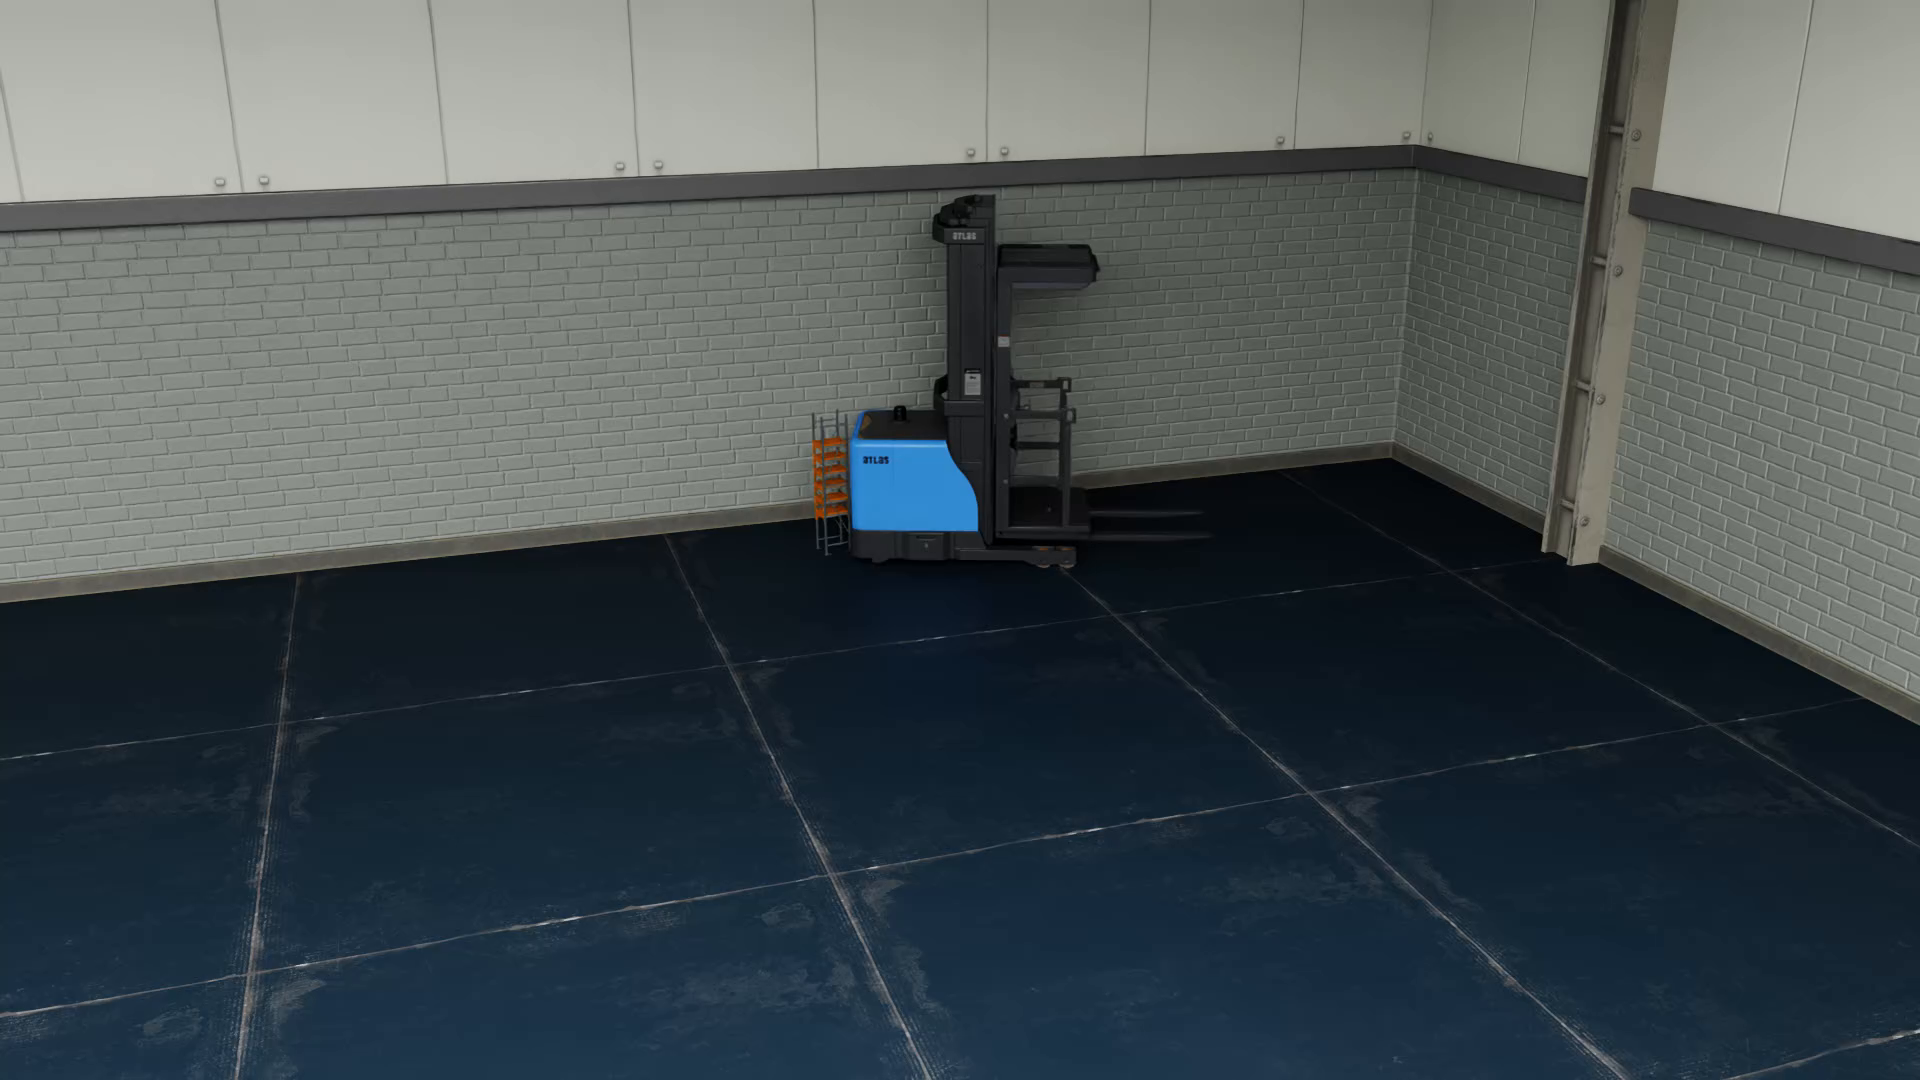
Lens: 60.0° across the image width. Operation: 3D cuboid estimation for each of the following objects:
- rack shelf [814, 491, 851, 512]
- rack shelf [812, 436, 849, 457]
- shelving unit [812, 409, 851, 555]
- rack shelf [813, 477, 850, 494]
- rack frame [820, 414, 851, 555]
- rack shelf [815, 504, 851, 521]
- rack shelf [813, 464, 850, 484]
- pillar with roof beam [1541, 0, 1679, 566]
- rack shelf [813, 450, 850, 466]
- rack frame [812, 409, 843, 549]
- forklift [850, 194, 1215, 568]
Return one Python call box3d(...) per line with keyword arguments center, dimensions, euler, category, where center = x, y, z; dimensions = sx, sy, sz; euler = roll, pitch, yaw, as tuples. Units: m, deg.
box3d(center=(-1.077, -0.329, 14.036), dimensions=(0.258, 0.103, 0.180), euler=(-10, 21, -26), category="rack shelf")
box3d(center=(-1.081, -0.784, 13.884), dimensions=(0.258, 0.103, 0.180), euler=(-10, 21, -26), category="rack shelf")
box3d(center=(-1.078, -0.485, 13.984), dimensions=(0.258, 1.200, 0.189), euler=(-10, 21, -26), category="shelving unit")
box3d(center=(-1.078, -0.443, 13.998), dimensions=(0.258, 0.103, 0.180), euler=(-10, 21, -26), category="rack shelf")
box3d(center=(-1.035, -0.459, 13.907), dimensions=(0.240, 1.200, 0.006), euler=(-10, 21, -26), category="rack frame")
box3d(center=(-1.076, -0.215, 14.075), dimensions=(0.258, 0.103, 0.180), euler=(-10, 21, -26), category="rack shelf")
box3d(center=(-1.079, -0.556, 13.960), dimensions=(0.258, 0.103, 0.180), euler=(-10, 21, -26), category="rack shelf")
box3d(center=(1.069, -3.643, 11.246), dimensions=(9.100, 9.000, 0.400), euler=(-6, 21, -17), category="pillar with roof beam")
box3d(center=(-1.080, -0.670, 13.922), dimensions=(0.258, 0.103, 0.180), euler=(-10, 21, -26), category="rack shelf")
box3d(center=(-1.121, -0.510, 14.061), dimensions=(0.240, 1.200, 0.006), euler=(-10, 21, -26), category="rack frame")
box3d(center=(0.615, -1.327, 13.775), dimensions=(3.031, 2.935, 1.130), euler=(0, 20, 1), category="forklift")
